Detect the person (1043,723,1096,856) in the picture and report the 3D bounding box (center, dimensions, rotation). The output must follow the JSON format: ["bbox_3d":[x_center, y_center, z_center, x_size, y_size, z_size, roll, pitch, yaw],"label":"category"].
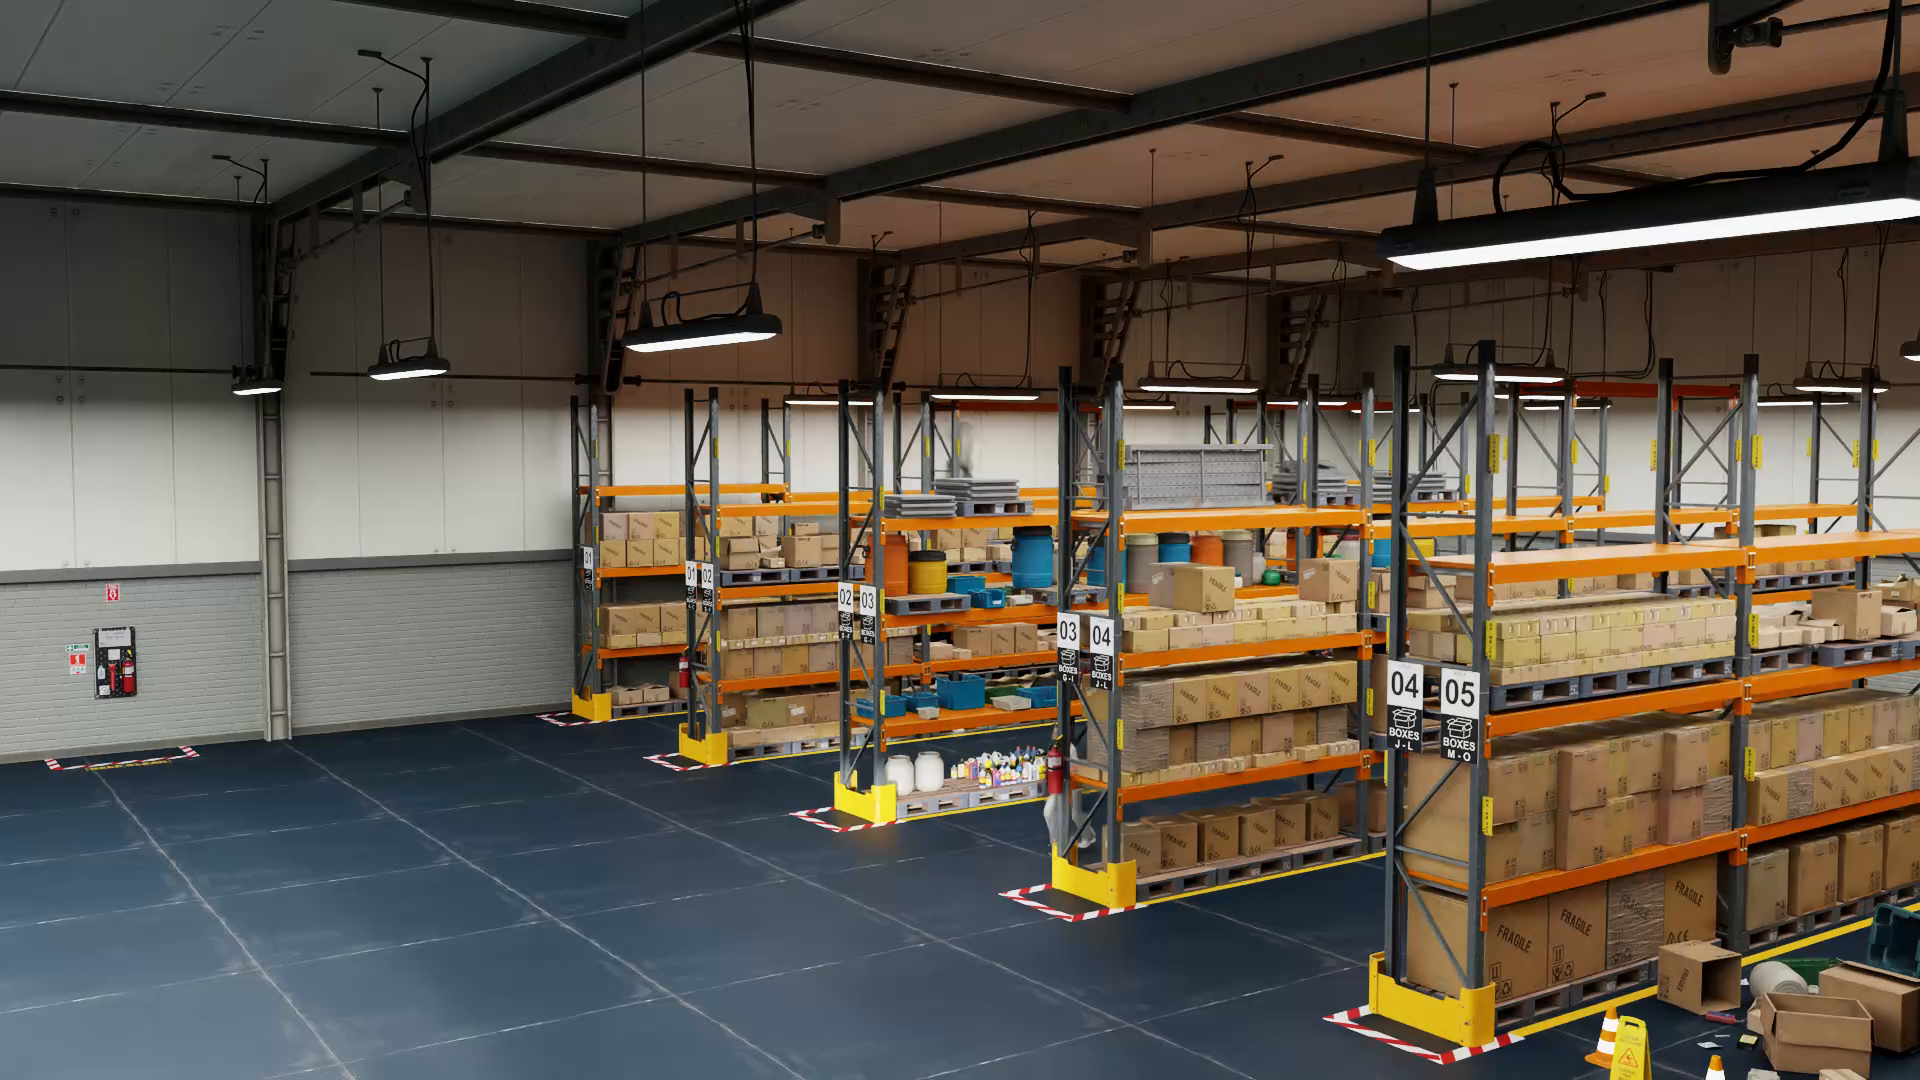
[{"bbox_3d":[1.362,3.115,20.704,0.836,1.724,0.552,-2,4,-34],"label":"person"}]

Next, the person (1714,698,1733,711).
[{"bbox_3d":[10.550,2.928,22.815,0.824,1.747,0.702,-3,5,-45],"label":"person"}]

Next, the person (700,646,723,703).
[{"bbox_3d":[-4.259,2.629,29.106,0.696,1.617,0.563,-3,4,-38],"label":"person"}]
